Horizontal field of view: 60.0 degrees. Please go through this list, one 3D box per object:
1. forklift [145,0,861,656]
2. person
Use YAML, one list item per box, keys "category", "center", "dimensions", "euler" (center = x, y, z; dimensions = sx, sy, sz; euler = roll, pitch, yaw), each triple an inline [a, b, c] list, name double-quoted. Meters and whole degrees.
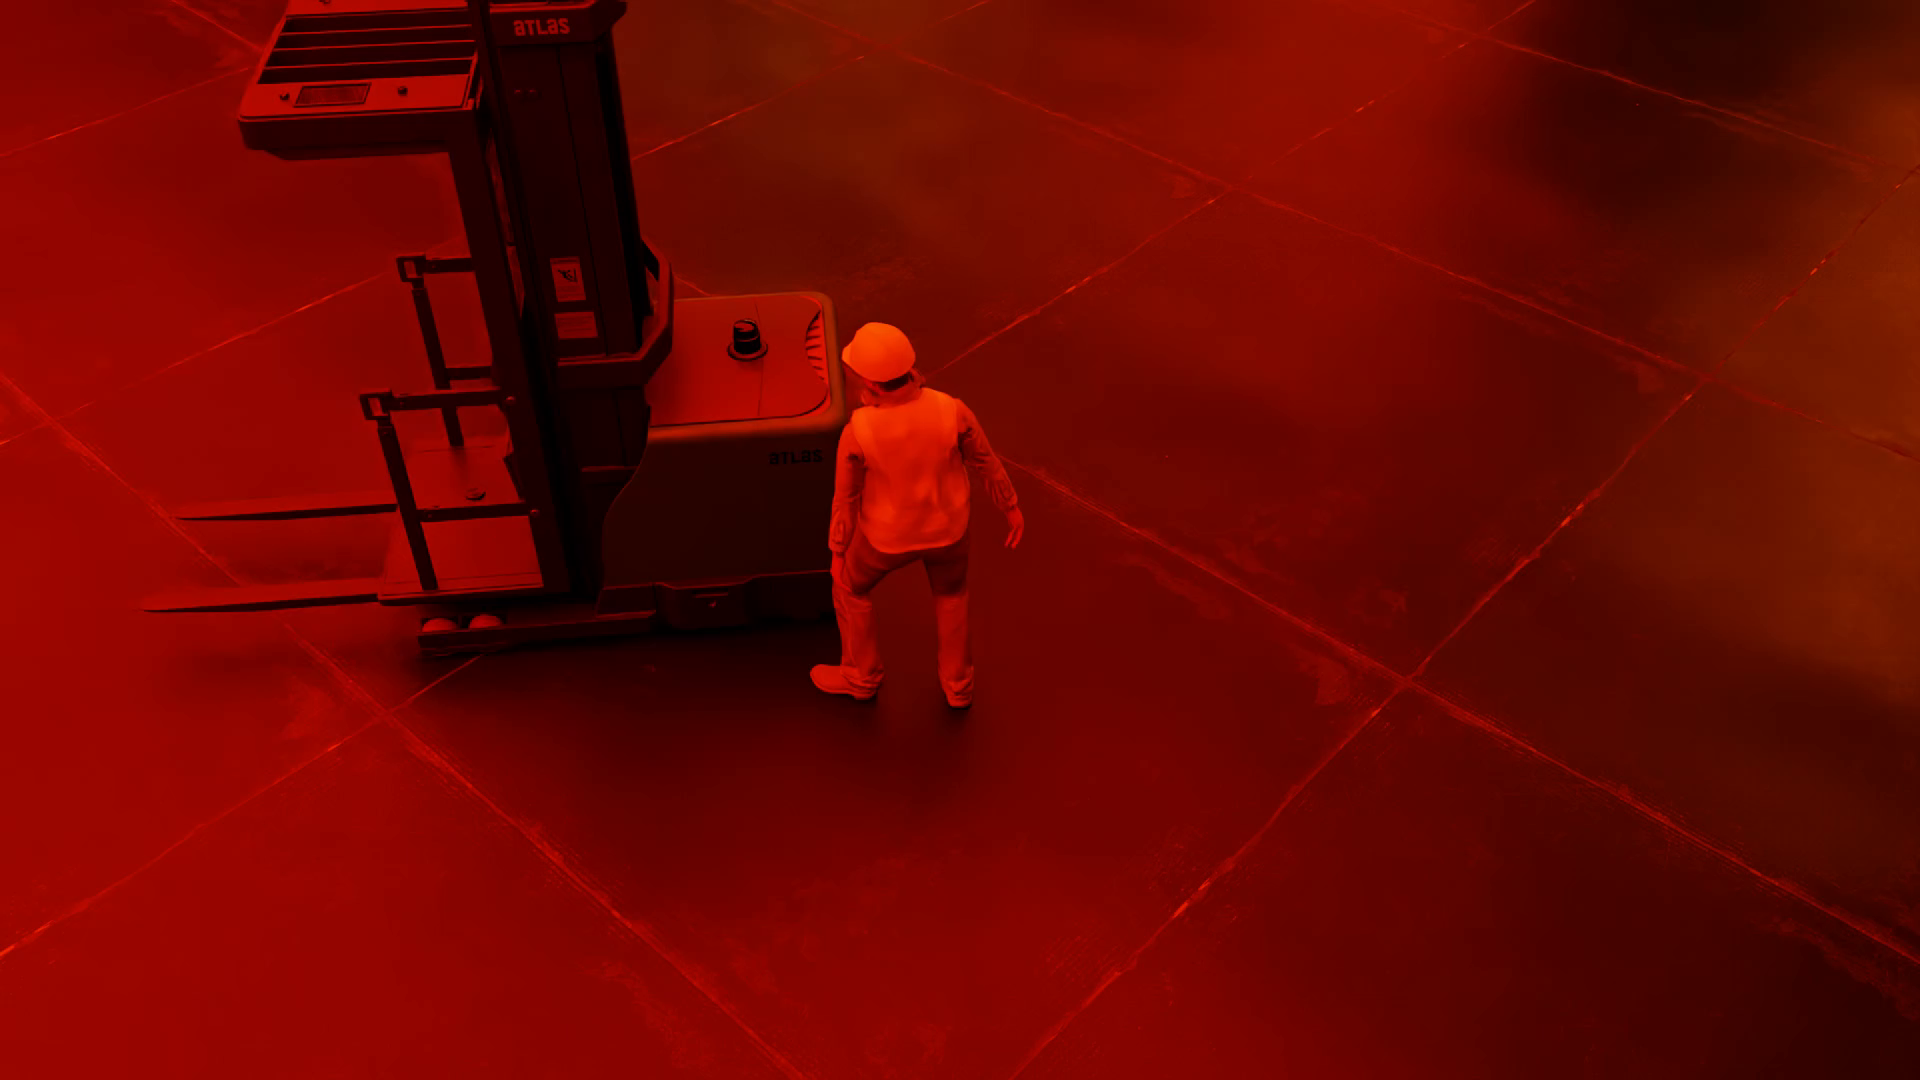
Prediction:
- category: "forklift"
  center: [-1.965, -0.983, 6.574]
  dimensions: [3.031, 2.935, 1.130]
  euler: [-4, 41, -5]
- category: "person"
  center: [-0.188, -0.066, 6.451]
  dimensions: [0.867, 1.745, 0.468]
  euler: [-7, 41, -9]
